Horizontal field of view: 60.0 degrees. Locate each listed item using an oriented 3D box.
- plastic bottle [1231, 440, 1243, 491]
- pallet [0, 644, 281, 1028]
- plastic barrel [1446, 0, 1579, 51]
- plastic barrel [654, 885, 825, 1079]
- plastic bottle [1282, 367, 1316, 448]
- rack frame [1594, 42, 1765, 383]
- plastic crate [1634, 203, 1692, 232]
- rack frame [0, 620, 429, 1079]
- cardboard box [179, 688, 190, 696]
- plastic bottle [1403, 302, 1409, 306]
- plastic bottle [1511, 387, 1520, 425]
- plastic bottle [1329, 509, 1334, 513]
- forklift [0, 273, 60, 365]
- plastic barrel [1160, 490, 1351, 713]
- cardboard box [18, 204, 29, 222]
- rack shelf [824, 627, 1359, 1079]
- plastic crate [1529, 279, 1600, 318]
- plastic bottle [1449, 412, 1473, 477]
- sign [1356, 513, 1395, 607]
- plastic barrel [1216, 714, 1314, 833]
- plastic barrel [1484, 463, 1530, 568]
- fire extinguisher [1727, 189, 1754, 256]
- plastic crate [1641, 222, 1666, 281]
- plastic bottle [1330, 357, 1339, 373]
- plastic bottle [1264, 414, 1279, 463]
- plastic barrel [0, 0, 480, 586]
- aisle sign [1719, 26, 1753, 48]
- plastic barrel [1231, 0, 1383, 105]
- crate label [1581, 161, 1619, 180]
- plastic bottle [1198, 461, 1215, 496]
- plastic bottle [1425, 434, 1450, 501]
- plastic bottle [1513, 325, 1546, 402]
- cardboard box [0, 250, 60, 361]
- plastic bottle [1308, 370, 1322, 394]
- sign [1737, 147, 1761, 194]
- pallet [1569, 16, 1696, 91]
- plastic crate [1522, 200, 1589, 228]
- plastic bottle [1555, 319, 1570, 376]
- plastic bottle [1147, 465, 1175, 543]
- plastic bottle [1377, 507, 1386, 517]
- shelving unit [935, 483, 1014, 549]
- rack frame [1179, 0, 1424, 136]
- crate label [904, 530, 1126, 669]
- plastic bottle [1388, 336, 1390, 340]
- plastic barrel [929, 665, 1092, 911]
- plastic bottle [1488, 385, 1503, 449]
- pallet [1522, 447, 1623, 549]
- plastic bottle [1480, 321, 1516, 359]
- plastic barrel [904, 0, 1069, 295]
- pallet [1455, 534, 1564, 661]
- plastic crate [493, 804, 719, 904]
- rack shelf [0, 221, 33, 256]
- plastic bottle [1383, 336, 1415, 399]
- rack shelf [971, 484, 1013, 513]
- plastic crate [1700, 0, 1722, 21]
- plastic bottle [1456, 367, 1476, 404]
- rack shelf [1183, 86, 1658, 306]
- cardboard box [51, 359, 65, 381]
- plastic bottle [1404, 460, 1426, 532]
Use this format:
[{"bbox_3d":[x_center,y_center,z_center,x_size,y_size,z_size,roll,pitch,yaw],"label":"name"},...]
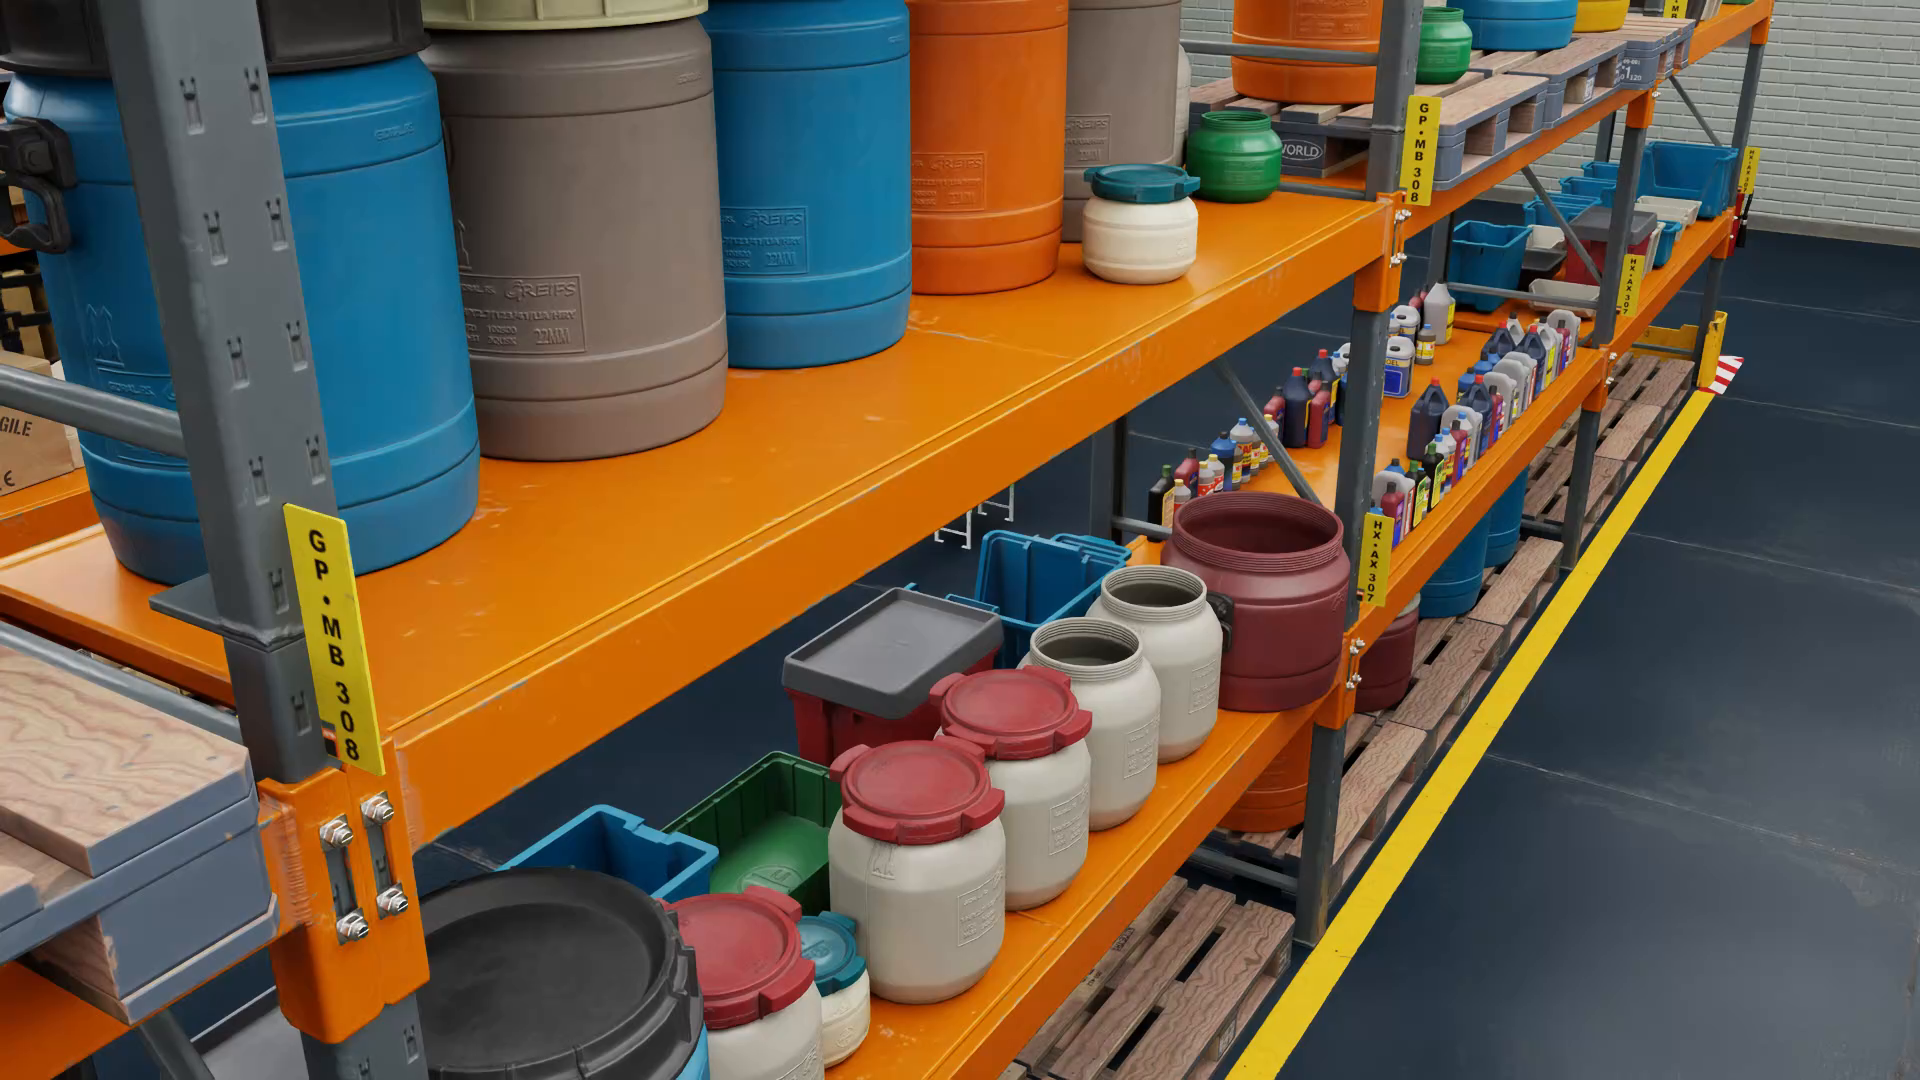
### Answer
[{"bbox_3d":[1.133,-0.316,6.955,0.097,0.201,0.097,0,23,0],"label":"plastic bottle"},{"bbox_3d":[-1.478,0.354,1.618,1.213,0.211,1.003,14,27,29],"label":"pallet"},{"bbox_3d":[2.269,-2.511,6.840,0.600,0.901,0.708,14,27,29],"label":"plastic barrel"},{"bbox_3d":[-0.489,1.041,3.399,0.433,0.535,0.433,0,23,0],"label":"plastic barrel"},{"bbox_3d":[1.503,-0.604,7.431,0.144,0.351,0.185,14,27,29],"label":"plastic bottle"},{"bbox_3d":[5.150,-2.670,12.142,1.000,3.000,0.127,14,27,29],"label":"rack frame"},{"bbox_3d":[4.708,-2.169,11.240,0.396,0.136,0.243,14,27,29],"label":"plastic crate"},{"bbox_3d":[-1.180,1.380,2.786,1.000,3.000,0.127,14,27,29],"label":"rack frame"},{"bbox_3d":[-3.616,0.463,7.837,0.500,0.250,0.500,14,27,28],"label":"cardboard box"},{"bbox_3d":[2.317,-1.106,8.691,0.097,0.271,0.097,0,23,0],"label":"plastic bottle"},{"bbox_3d":[2.539,-0.644,7.713,0.097,0.201,0.097,0,23,0],"label":"plastic bottle"},{"bbox_3d":[1.303,-0.023,6.184,0.152,0.276,0.135,14,27,29],"label":"plastic bottle"},{"bbox_3d":[-5.342,-1.585,9.723,3.031,2.935,1.130,-15,27,-30],"label":"forklift"},{"bbox_3d":[0.942,0.188,5.369,0.600,0.536,0.708,14,27,29],"label":"plastic barrel"},{"bbox_3d":[-6.607,-2.358,11.712,0.380,0.149,0.250,15,27,30],"label":"cardboard box"},{"bbox_3d":[-0.125,1.035,4.488,1.077,0.370,4.000,14,27,29],"label":"rack shelf"},{"bbox_3d":[3.406,-1.354,9.358,0.396,0.136,0.243,14,27,29],"label":"plastic crate"},{"bbox_3d":[2.126,-0.412,7.089,0.097,0.271,0.097,0,23,0],"label":"plastic bottle"},{"bbox_3d":[1.401,0.068,5.612,0.100,0.325,0.005,14,27,29],"label":"sign"},{"bbox_3d":[1.173,0.665,6.642,0.600,0.830,0.708,14,27,29],"label":"plastic barrel"},{"bbox_3d":[2.738,-0.370,8.941,0.600,0.901,0.708,14,27,29],"label":"plastic barrel"},{"bbox_3d":[5.615,-2.419,12.129,0.296,0.674,0.183,14,27,29],"label":"fire extinguisher"},{"bbox_3d":[4.002,-1.770,10.136,0.437,0.282,0.530,14,27,29],"label":"plastic crate"},{"bbox_3d":[1.725,-0.727,7.817,0.097,0.271,0.097,0,23,0],"label":"plastic bottle"},{"bbox_3d":[1.338,-0.448,7.258,0.097,0.201,0.097,0,23,0],"label":"plastic bottle"},{"bbox_3d":[-1.096,-0.444,2.592,0.600,0.901,0.708,14,27,29],"label":"plastic barrel"},{"bbox_3d":[5.436,-3.826,11.540,0.394,0.787,0.004,14,27,29],"label":"aisle sign"},{"bbox_3d":[1.232,-1.927,5.581,0.600,0.830,0.708,14,27,29],"label":"plastic barrel"},{"bbox_3d":[4.740,-2.606,12.130,0.416,0.233,0.303,14,27,29],"label":"crate label"},{"bbox_3d":[0.979,-0.218,6.727,0.097,0.201,0.097,0,23,0],"label":"plastic bottle"},{"bbox_3d":[1.953,-0.302,6.833,0.097,0.271,0.097,0,23,0],"label":"plastic bottle"},{"bbox_3d":[2.735,-0.856,8.014,0.144,0.351,0.185,14,27,29],"label":"plastic bottle"},{"bbox_3d":[-6.520,-1.767,12.234,0.750,0.750,0.750,14,27,29],"label":"cardboard box"},{"bbox_3d":[1.603,-0.623,7.560,0.061,0.283,0.133,14,27,29],"label":"plastic bottle"},{"bbox_3d":[5.625,-2.635,11.856,0.100,0.325,0.005,14,27,29],"label":"sign"},{"bbox_3d":[2.709,-2.325,7.807,1.213,0.211,1.003,14,27,29],"label":"pallet"},{"bbox_3d":[3.887,-2.061,10.870,0.416,0.233,0.300,14,27,29],"label":"plastic crate"},{"bbox_3d":[3.023,-0.978,8.380,0.061,0.283,0.133,14,27,29],"label":"plastic bottle"},{"bbox_3d":[0.781,-0.142,6.450,0.061,0.283,0.133,14,27,29],"label":"plastic bottle"},{"bbox_3d":[1.568,-0.023,6.278,0.097,0.201,0.097,0,23,0],"label":"plastic bottle"},{"bbox_3d":[0.087,-0.606,9.641,0.258,1.200,0.503,14,27,29],"label":"shelving unit"},{"bbox_3d":[0.930,-2.723,4.713,1.000,3.000,0.127,14,27,29],"label":"rack frame"},{"bbox_3d":[0.176,0.292,5.254,0.502,0.435,0.616,14,27,29],"label":"crate label"},{"bbox_3d":[2.143,-0.963,8.448,0.097,0.201,0.097,0,23,0],"label":"plastic bottle"},{"bbox_3d":[0.126,0.647,4.308,0.433,0.535,0.433,0,23,0],"label":"plastic barrel"},{"bbox_3d":[2.371,-0.561,7.417,0.061,0.283,0.133,14,27,29],"label":"plastic bottle"},{"bbox_3d":[3.395,-0.297,10.169,1.003,0.211,1.213,14,27,29],"label":"pallet"},{"bbox_3d":[2.613,-0.886,8.084,0.144,0.351,0.185,14,27,29],"label":"plastic bottle"},{"bbox_3d":[-0.033,-1.091,4.178,0.600,0.830,0.708,14,27,29],"label":"plastic barrel"},{"bbox_3d":[2.597,0.211,8.996,1.003,0.211,1.213,14,27,29],"label":"pallet"},{"bbox_3d":[-0.863,0.950,3.800,0.392,0.384,0.575,14,27,29],"label":"plastic crate"},{"bbox_3d":[-6.432,-2.391,12.403,1.077,0.370,4.000,14,27,29],"label":"rack shelf"},{"bbox_3d":[2.113,-0.842,8.076,0.152,0.276,0.135,14,27,29],"label":"plastic bottle"},{"bbox_3d":[0.087,-0.328,9.761,0.258,0.148,0.480,14,27,29],"label":"rack shelf"},{"bbox_3d":[4.270,-3.176,9.867,0.437,0.136,0.530,14,27,29],"label":"plastic crate"},{"bbox_3d":[2.338,-0.663,7.667,0.097,0.271,0.097,0,23,0],"label":"plastic bottle"},{"bbox_3d":[1.985,-1.691,7.011,1.077,0.370,4.000,14,27,29],"label":"rack shelf"},{"bbox_3d":[-3.913,-0.707,7.720,0.500,0.311,0.500,14,27,28],"label":"cardboard box"},{"bbox_3d":[1.786,-0.187,6.552,0.061,0.283,0.133,14,27,29],"label":"plastic bottle"}]
